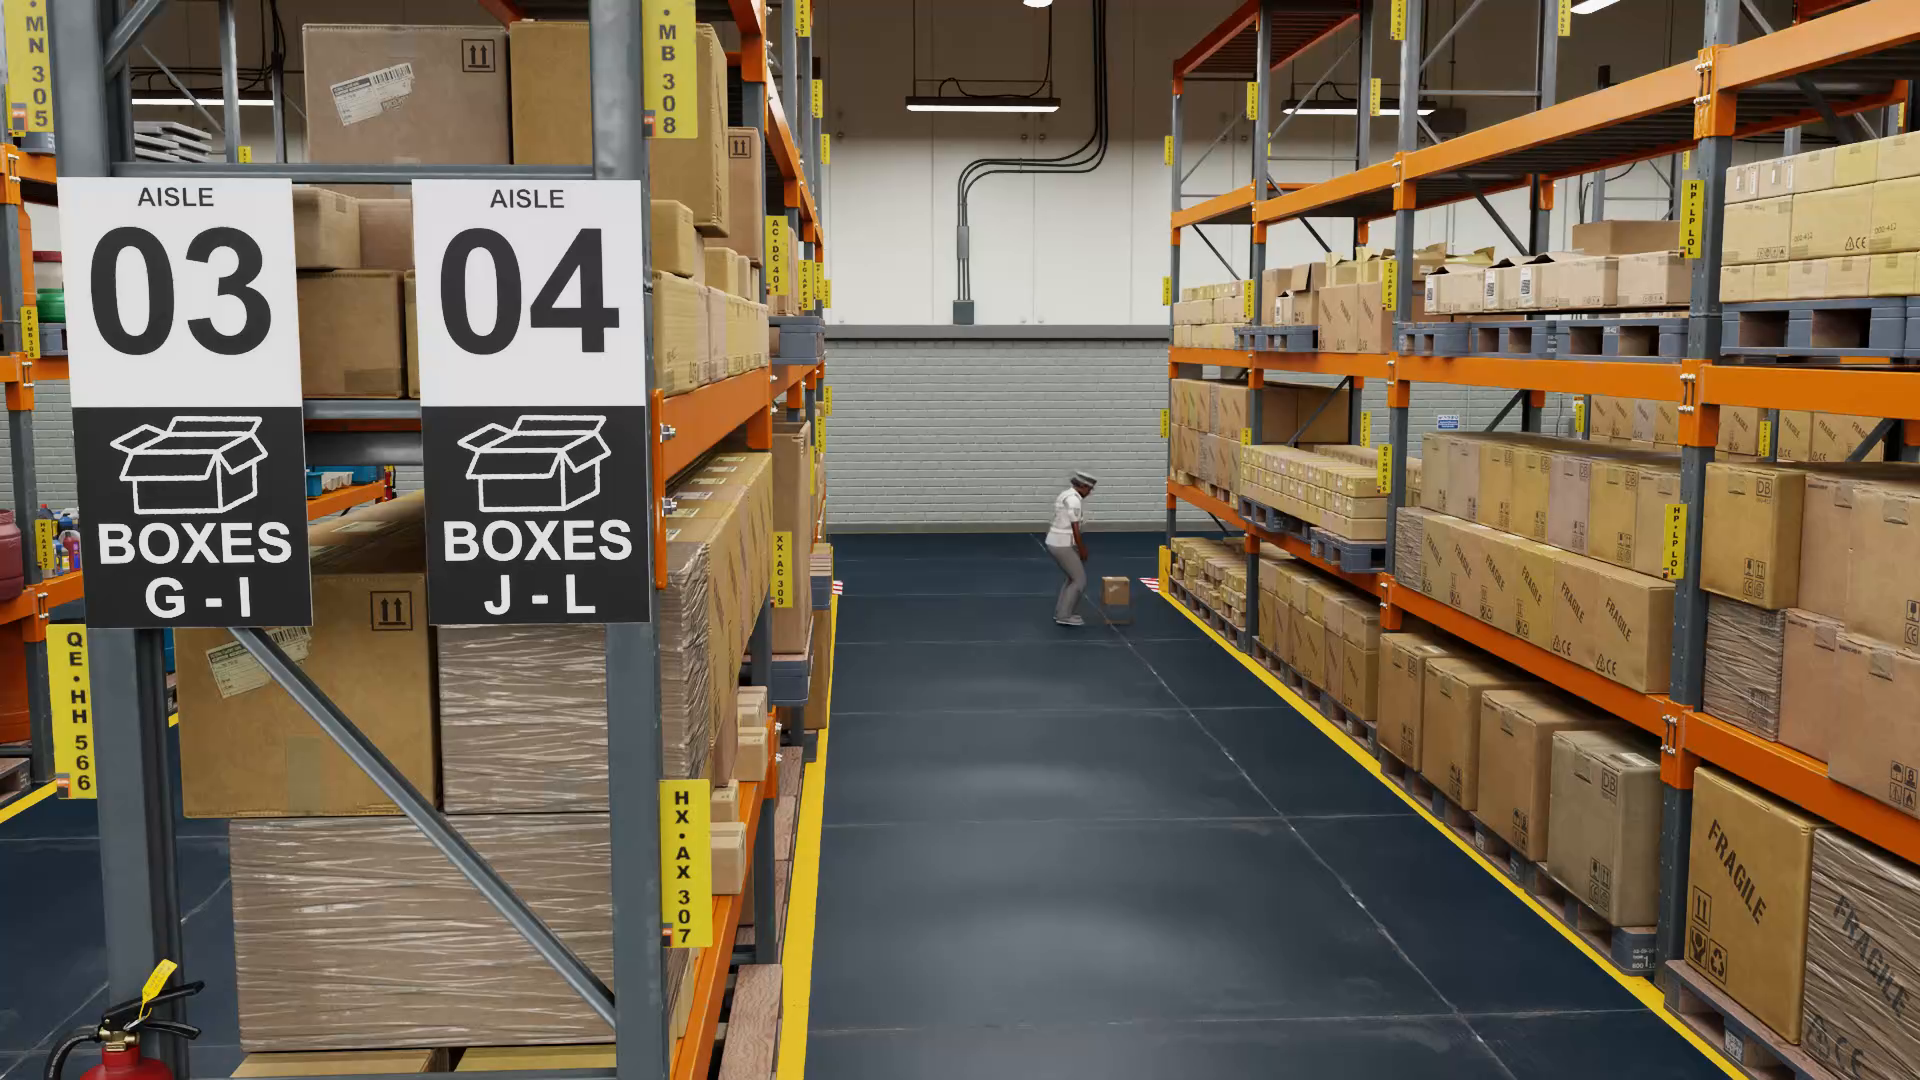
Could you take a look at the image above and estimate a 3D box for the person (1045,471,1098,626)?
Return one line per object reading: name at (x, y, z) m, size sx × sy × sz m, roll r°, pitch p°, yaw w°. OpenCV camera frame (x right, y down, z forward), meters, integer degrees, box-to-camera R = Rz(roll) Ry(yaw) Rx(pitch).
person at (1.147, 0.078, 17.077) m, size 0.541 × 1.563 × 0.476 m, roll 0°, pitch 7°, yaw -2°
